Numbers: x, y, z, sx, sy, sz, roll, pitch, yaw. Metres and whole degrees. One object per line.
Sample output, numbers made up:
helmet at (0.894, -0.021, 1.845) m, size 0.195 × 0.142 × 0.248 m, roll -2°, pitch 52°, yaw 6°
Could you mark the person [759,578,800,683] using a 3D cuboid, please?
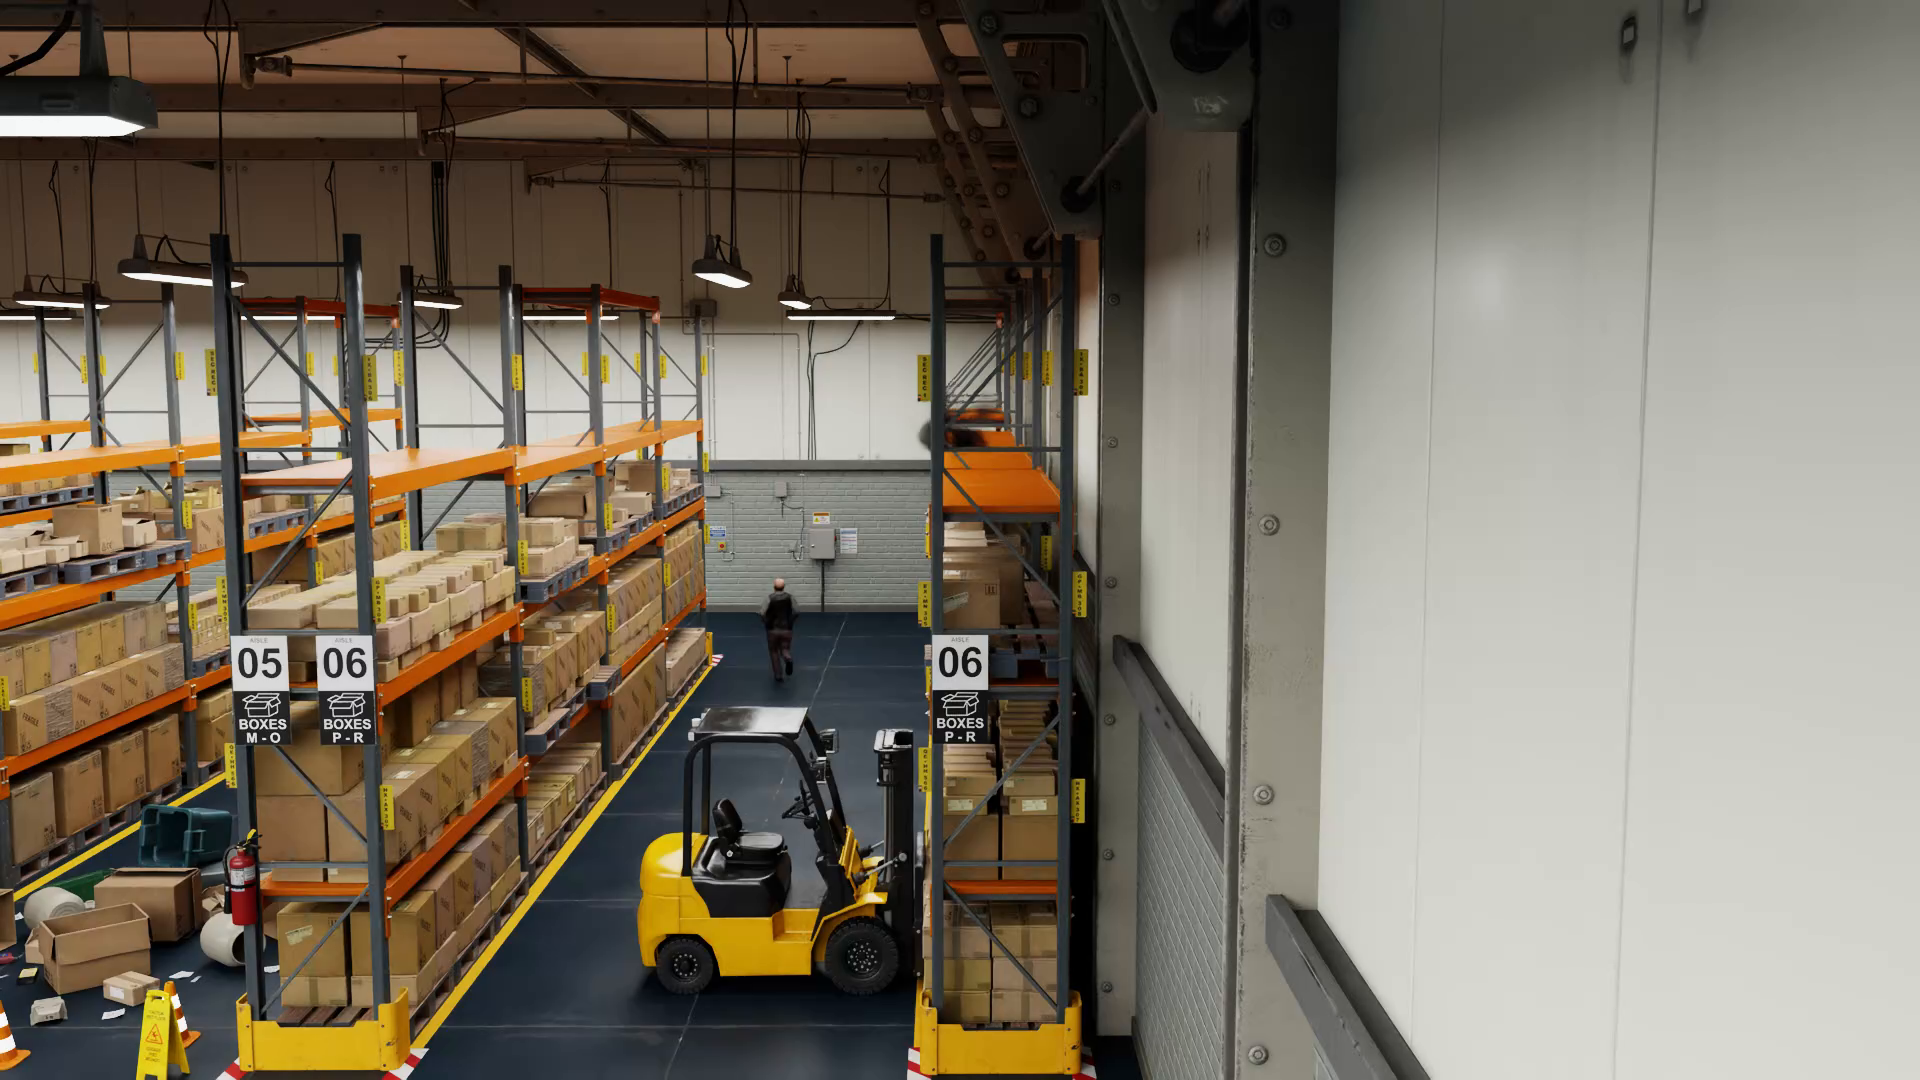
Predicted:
person at (-2.862, 1.435, 26.308) m, size 0.660 × 1.682 × 0.654 m, roll -2°, pitch 7°, yaw -16°
